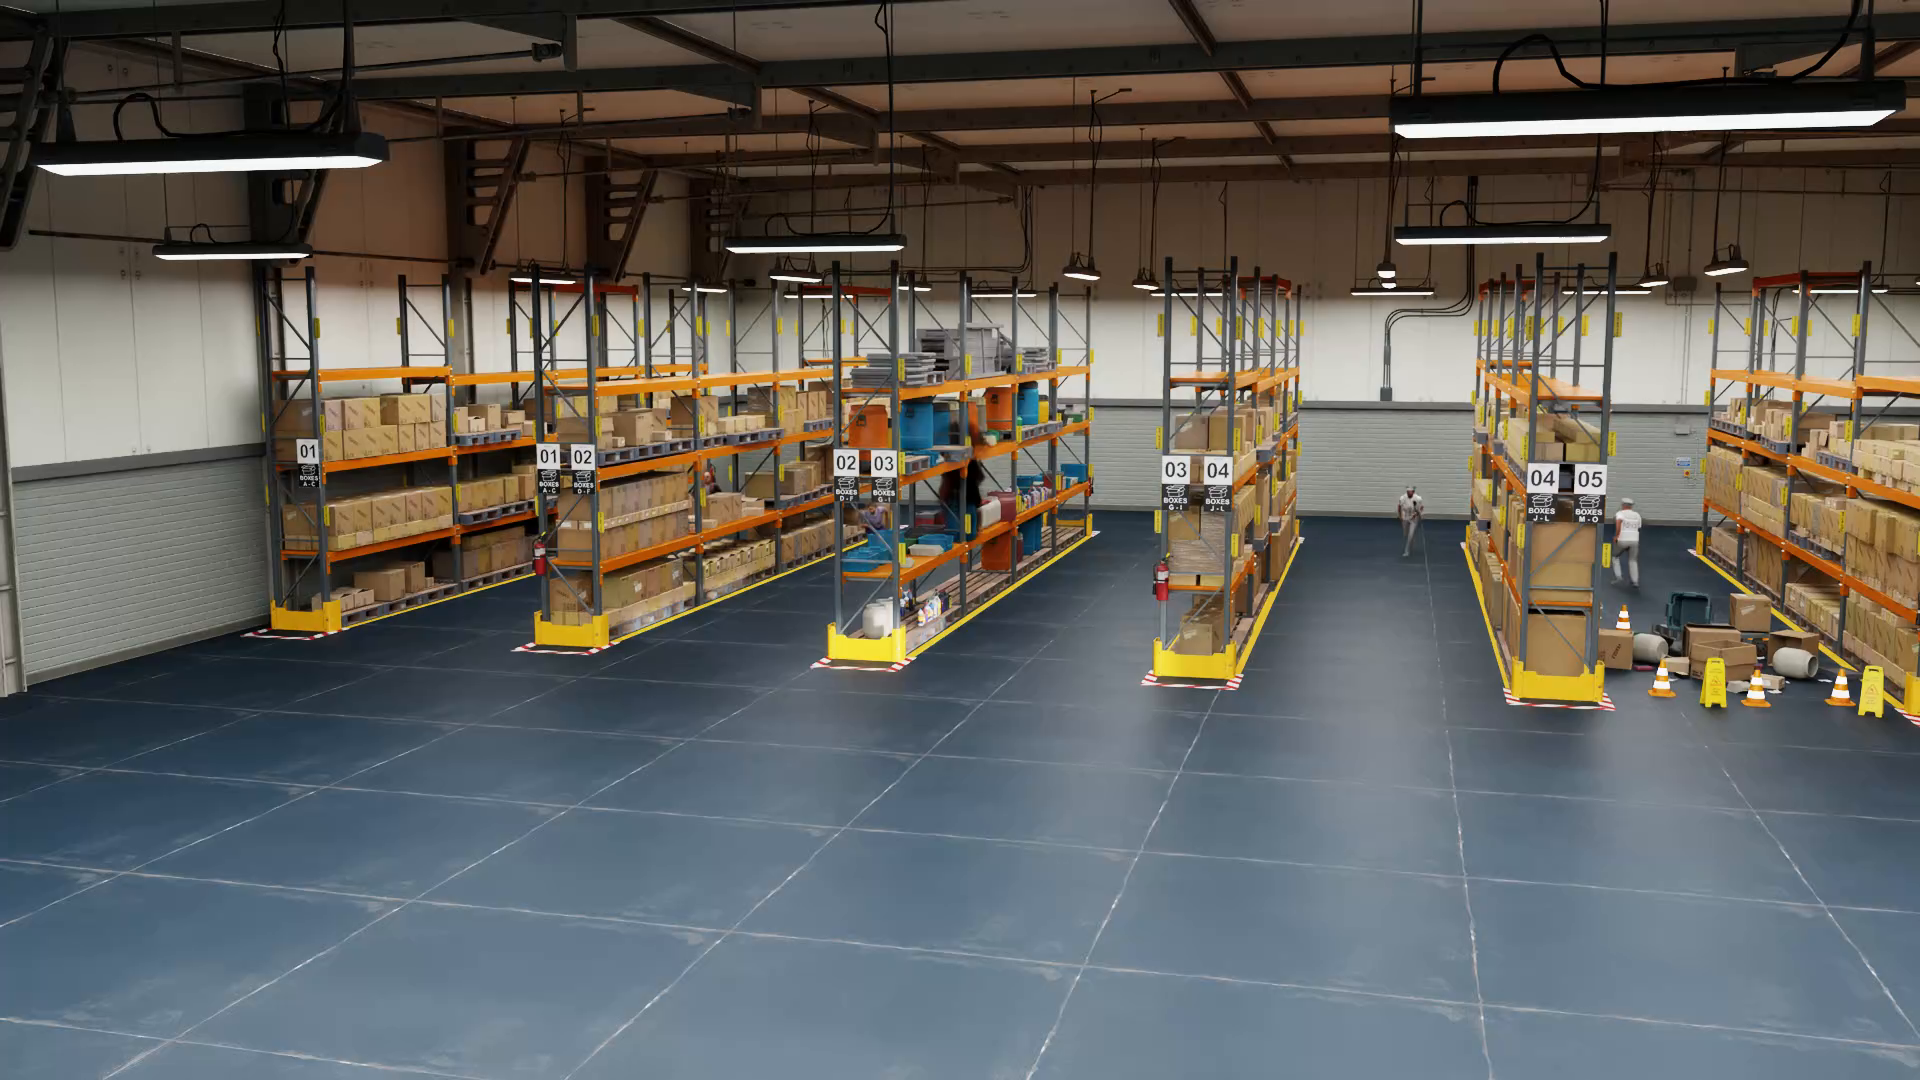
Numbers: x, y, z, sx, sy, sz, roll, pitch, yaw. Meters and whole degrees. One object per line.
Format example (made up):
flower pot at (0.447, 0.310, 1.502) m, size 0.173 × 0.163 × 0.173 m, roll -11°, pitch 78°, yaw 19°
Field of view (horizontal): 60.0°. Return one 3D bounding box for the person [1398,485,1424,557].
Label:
person at (9.976, -0.437, 36.826) m, size 0.566 × 1.622 × 0.749 m, roll 2°, pitch 8°, yaw 17°

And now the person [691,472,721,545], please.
person at (-5.855, -0.729, 38.532) m, size 0.716 × 1.716 × 0.637 m, roll 0°, pitch 7°, yaw -3°

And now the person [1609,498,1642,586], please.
person at (12.993, 0.058, 32.379) m, size 0.597 × 1.721 × 0.956 m, roll 0°, pitch 7°, yaw 4°

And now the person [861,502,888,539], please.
person at (-1.814, -0.153, 35.348) m, size 0.610 × 1.376 × 0.954 m, roll -1°, pitch 7°, yaw -6°
